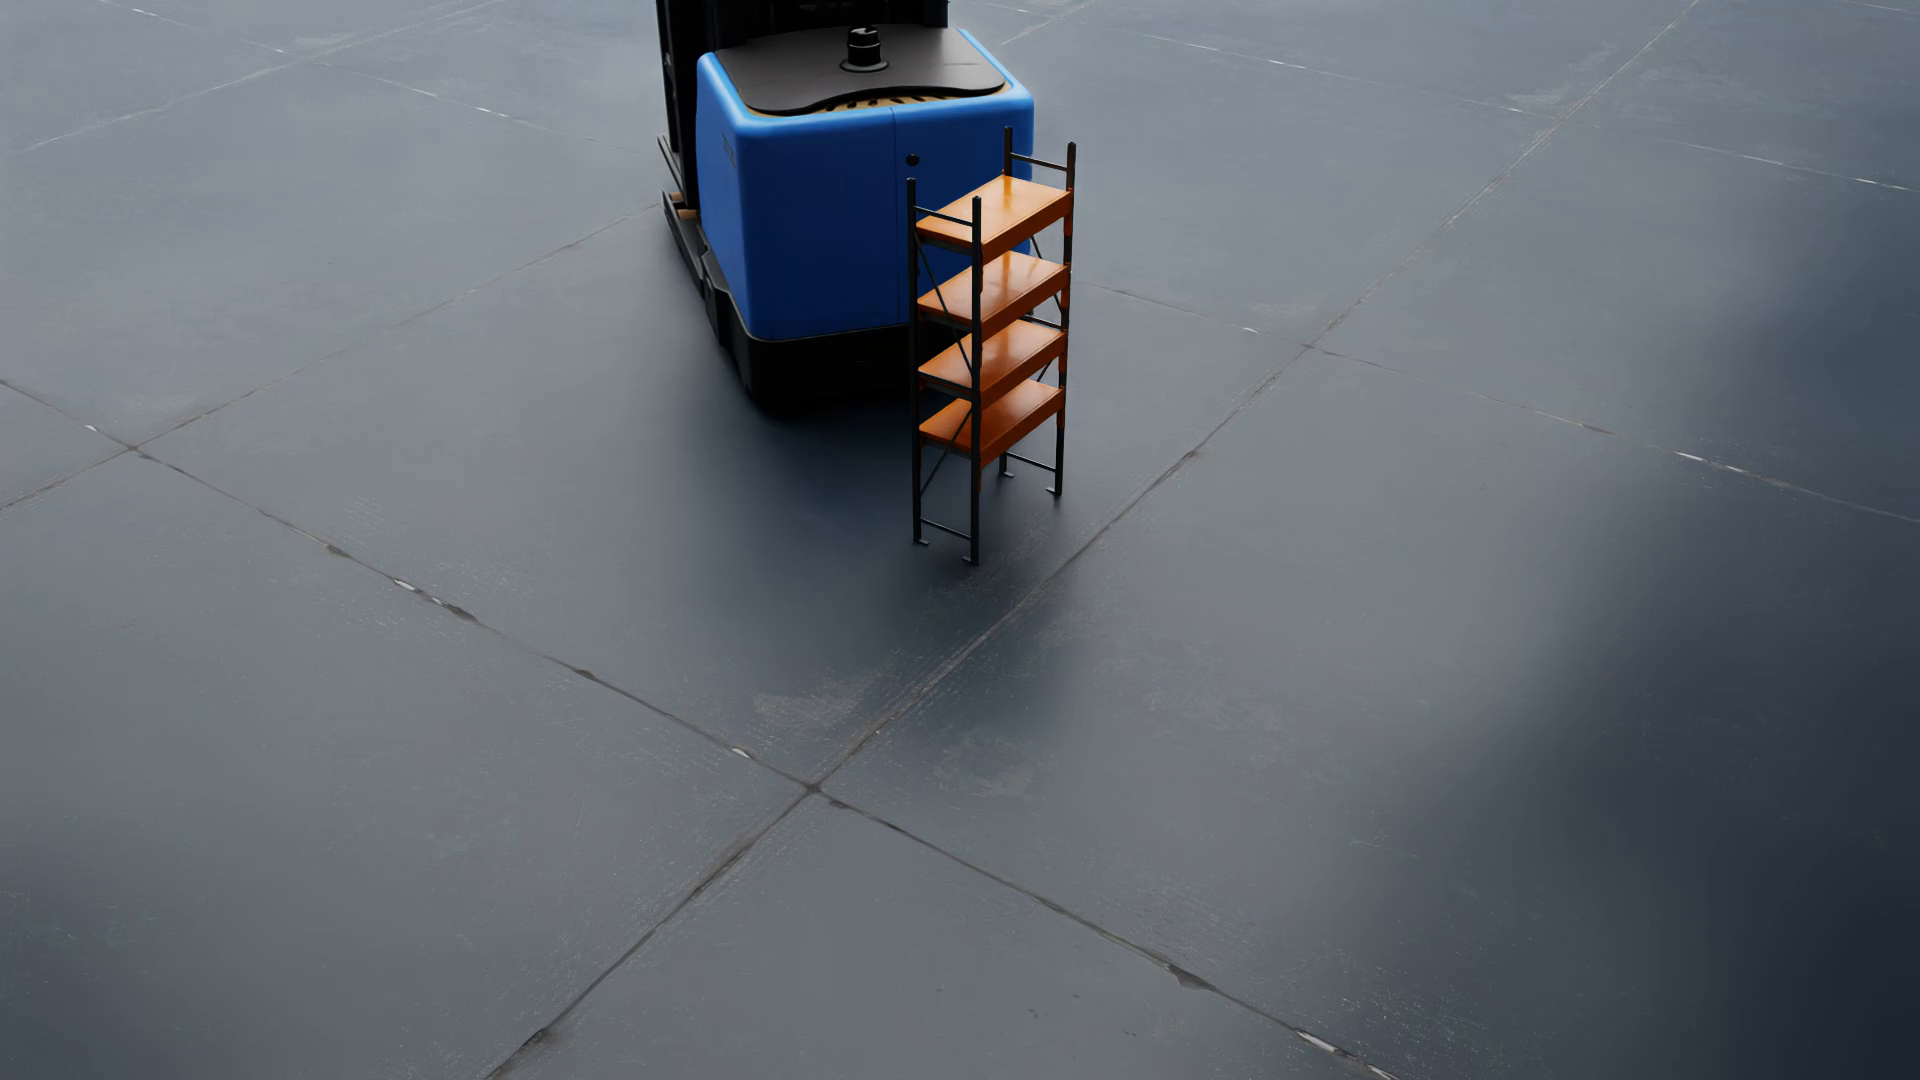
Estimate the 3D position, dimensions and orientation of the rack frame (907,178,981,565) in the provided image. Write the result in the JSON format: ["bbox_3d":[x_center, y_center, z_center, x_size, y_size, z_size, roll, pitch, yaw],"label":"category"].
[{"bbox_3d":[-0.045,-0.461,4.861,0.240,1.200,0.015,21,39,28],"label":"rack frame"}]

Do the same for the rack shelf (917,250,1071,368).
[{"bbox_3d":[0.094,-0.703,4.939,0.258,0.148,0.480,21,39,28],"label":"rack shelf"}]

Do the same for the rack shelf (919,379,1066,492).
[{"bbox_3d":[0.094,-0.353,5.175,0.258,0.148,0.480,21,39,28],"label":"rack shelf"}]

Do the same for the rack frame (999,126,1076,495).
[{"bbox_3d":[0.234,-0.686,5.193,0.240,1.200,0.015,21,39,28],"label":"rack frame"}]

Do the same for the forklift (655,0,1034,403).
[{"bbox_3d":[-0.657,-2.515,6.353,1.130,2.935,3.031,-10,35,-14],"label":"forklift"}]

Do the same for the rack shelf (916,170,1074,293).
[{"bbox_3d":[0.094,-0.899,4.806,0.258,0.148,0.480,21,39,28],"label":"rack shelf"}]

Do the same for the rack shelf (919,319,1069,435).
[{"bbox_3d":[0.094,-0.517,5.064,0.258,0.148,0.480,21,39,28],"label":"rack shelf"}]

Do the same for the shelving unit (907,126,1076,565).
[{"bbox_3d":[0.094,-0.573,5.027,0.258,1.200,0.503,21,39,28],"label":"shelving unit"}]
